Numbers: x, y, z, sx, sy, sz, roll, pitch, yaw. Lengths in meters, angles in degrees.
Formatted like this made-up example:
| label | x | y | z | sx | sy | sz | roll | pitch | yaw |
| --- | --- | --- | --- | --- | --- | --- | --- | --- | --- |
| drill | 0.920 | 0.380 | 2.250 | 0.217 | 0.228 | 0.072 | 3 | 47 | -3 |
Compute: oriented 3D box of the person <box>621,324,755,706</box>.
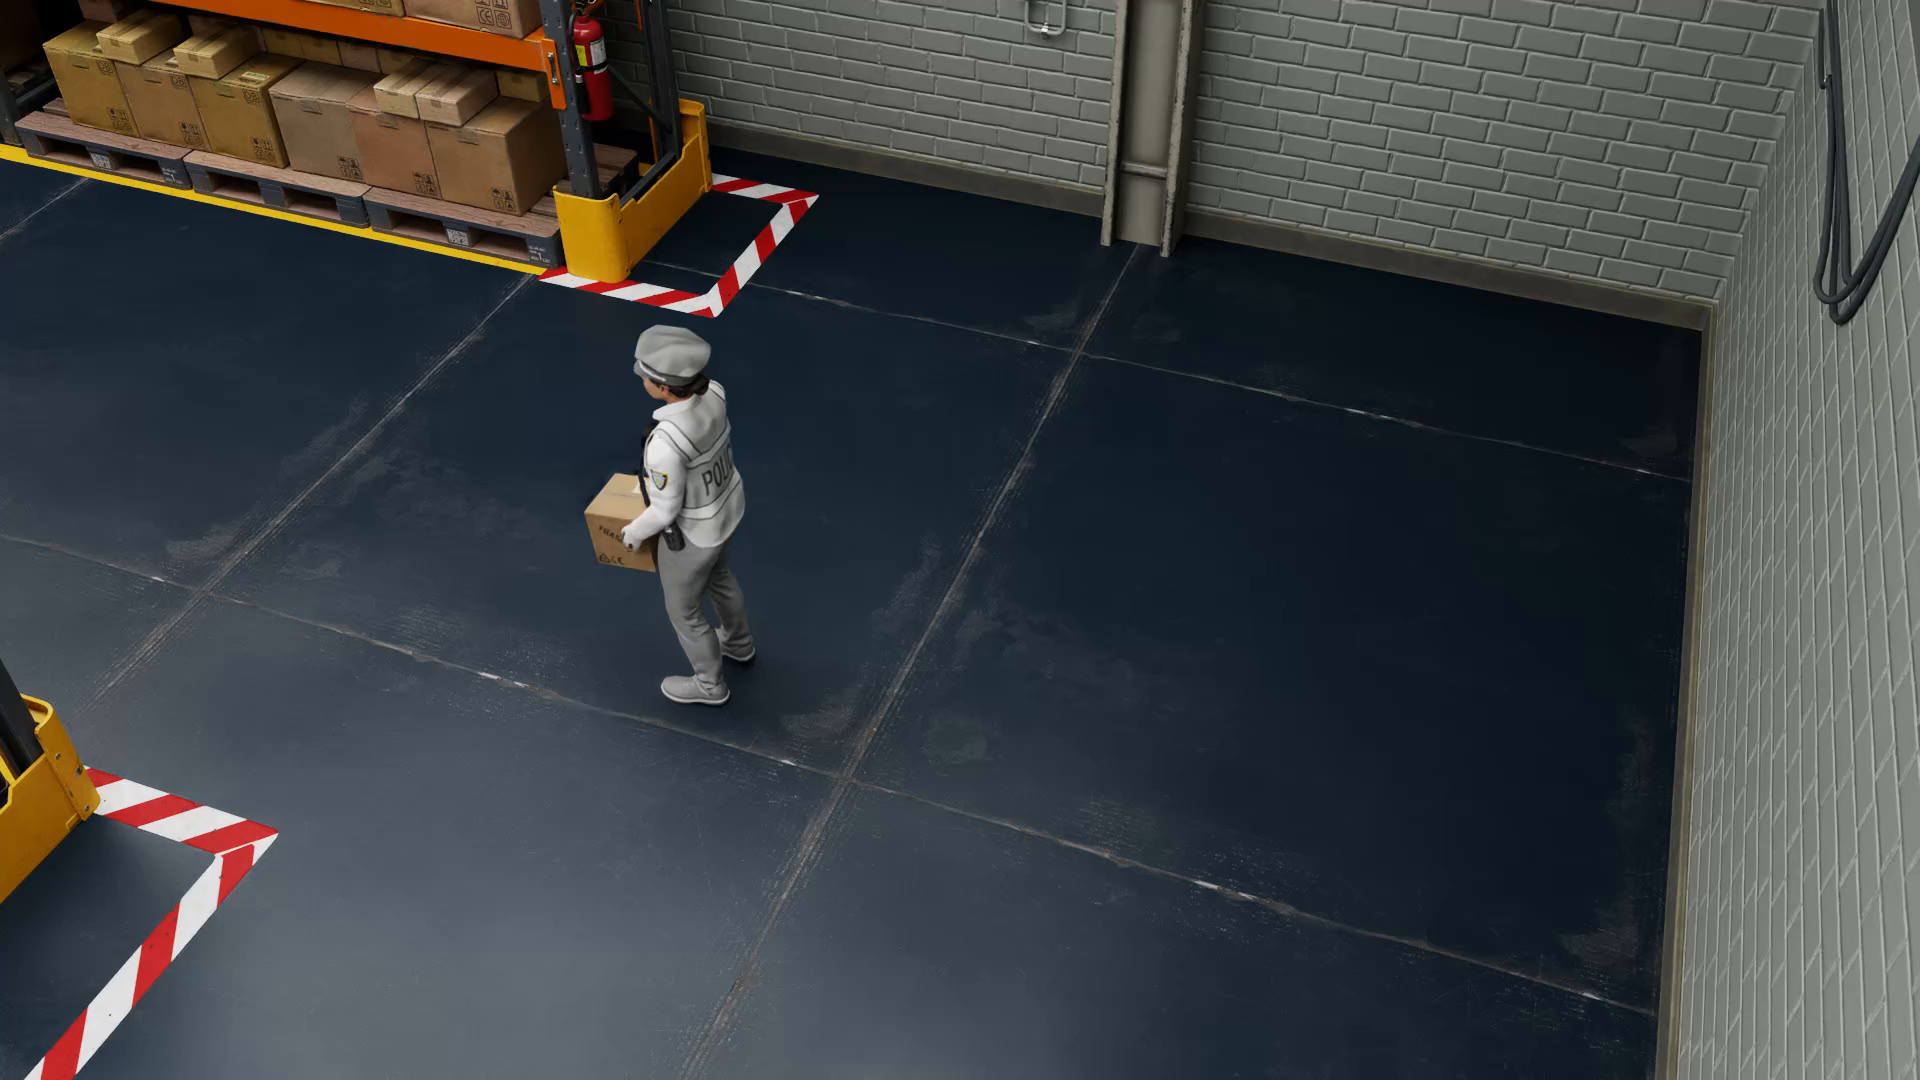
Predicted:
| label | x | y | z | sx | sy | sz | roll | pitch | yaw |
| --- | --- | --- | --- | --- | --- | --- | --- | --- | --- |
| person | -1.022 | -0.071 | 6.220 | 0.411 | 1.684 | 0.500 | 13 | 43 | 14 |
